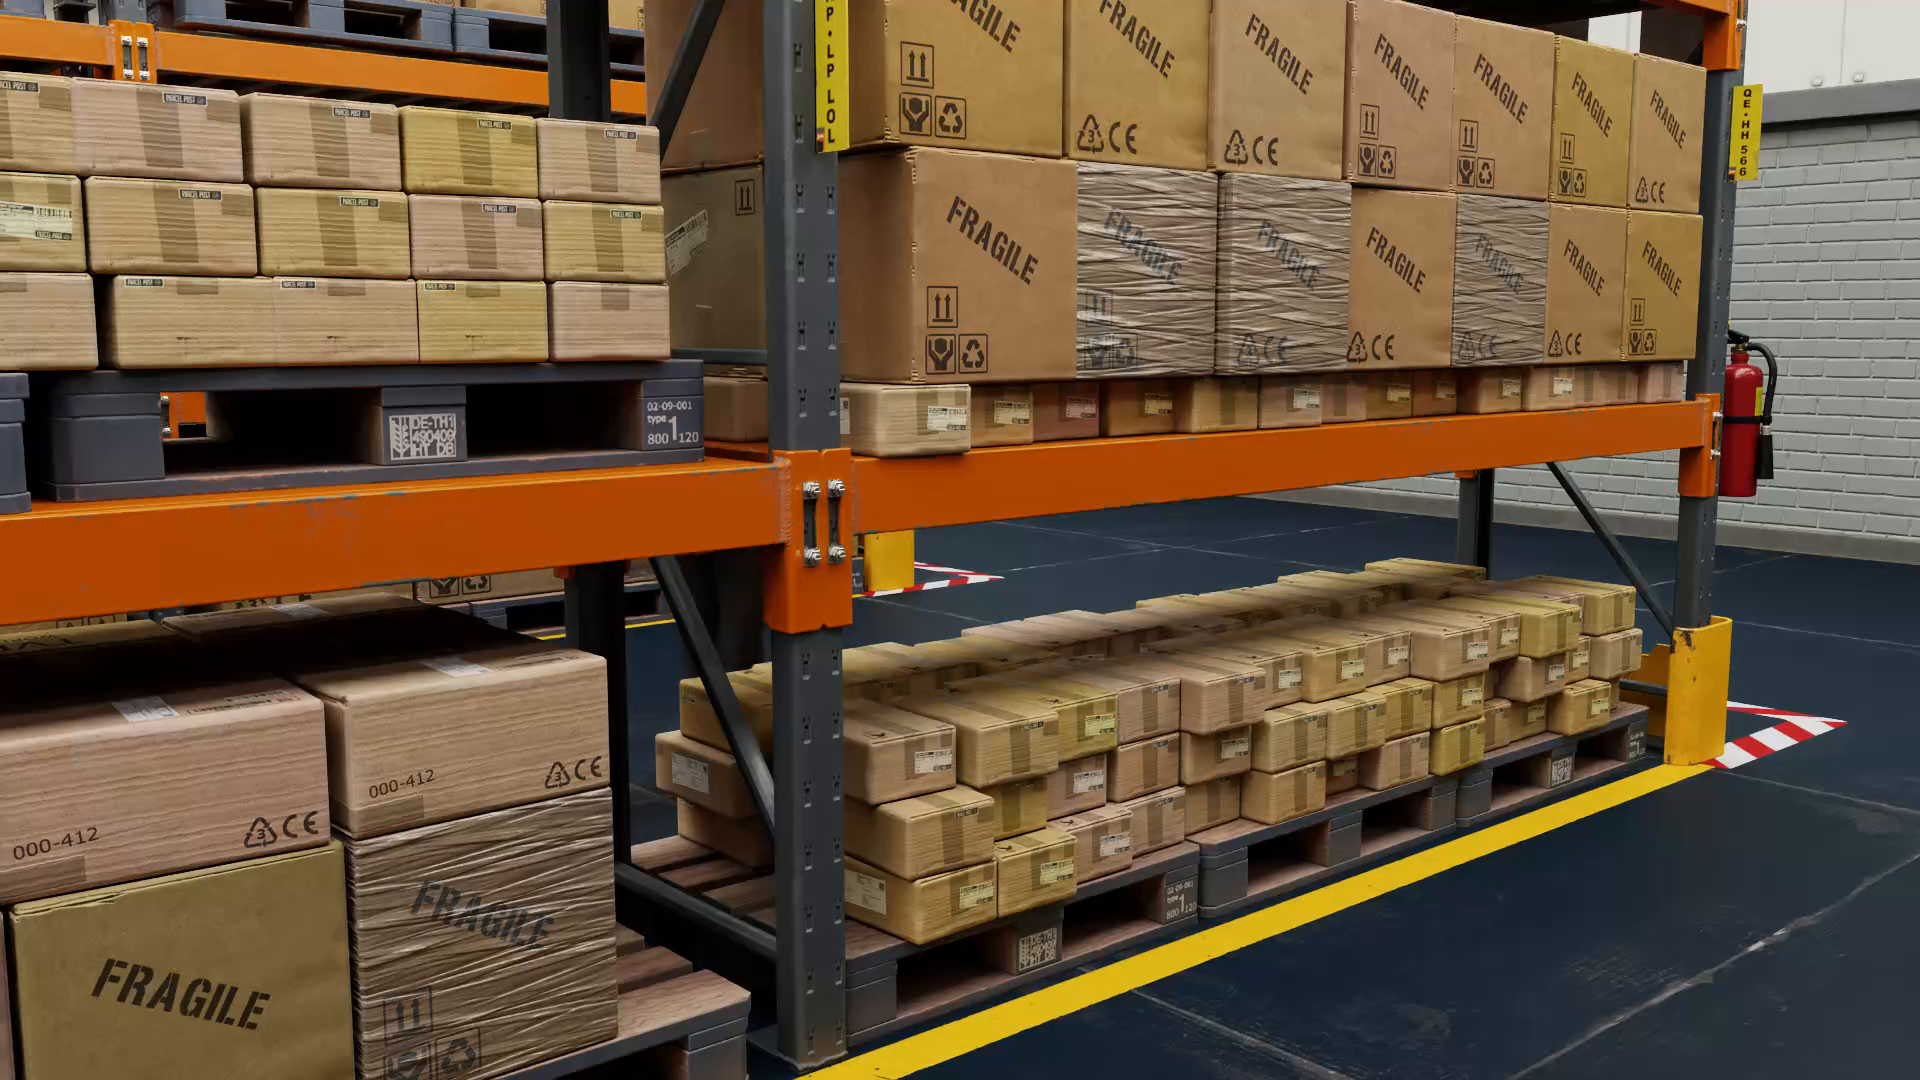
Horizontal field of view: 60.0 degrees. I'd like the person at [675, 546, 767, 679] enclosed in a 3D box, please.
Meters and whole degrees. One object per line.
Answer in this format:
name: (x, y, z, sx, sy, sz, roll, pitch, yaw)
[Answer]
person: (-0.856, 0.030, 5.631, 0.516, 1.655, 0.413, -7, 10, -42)
